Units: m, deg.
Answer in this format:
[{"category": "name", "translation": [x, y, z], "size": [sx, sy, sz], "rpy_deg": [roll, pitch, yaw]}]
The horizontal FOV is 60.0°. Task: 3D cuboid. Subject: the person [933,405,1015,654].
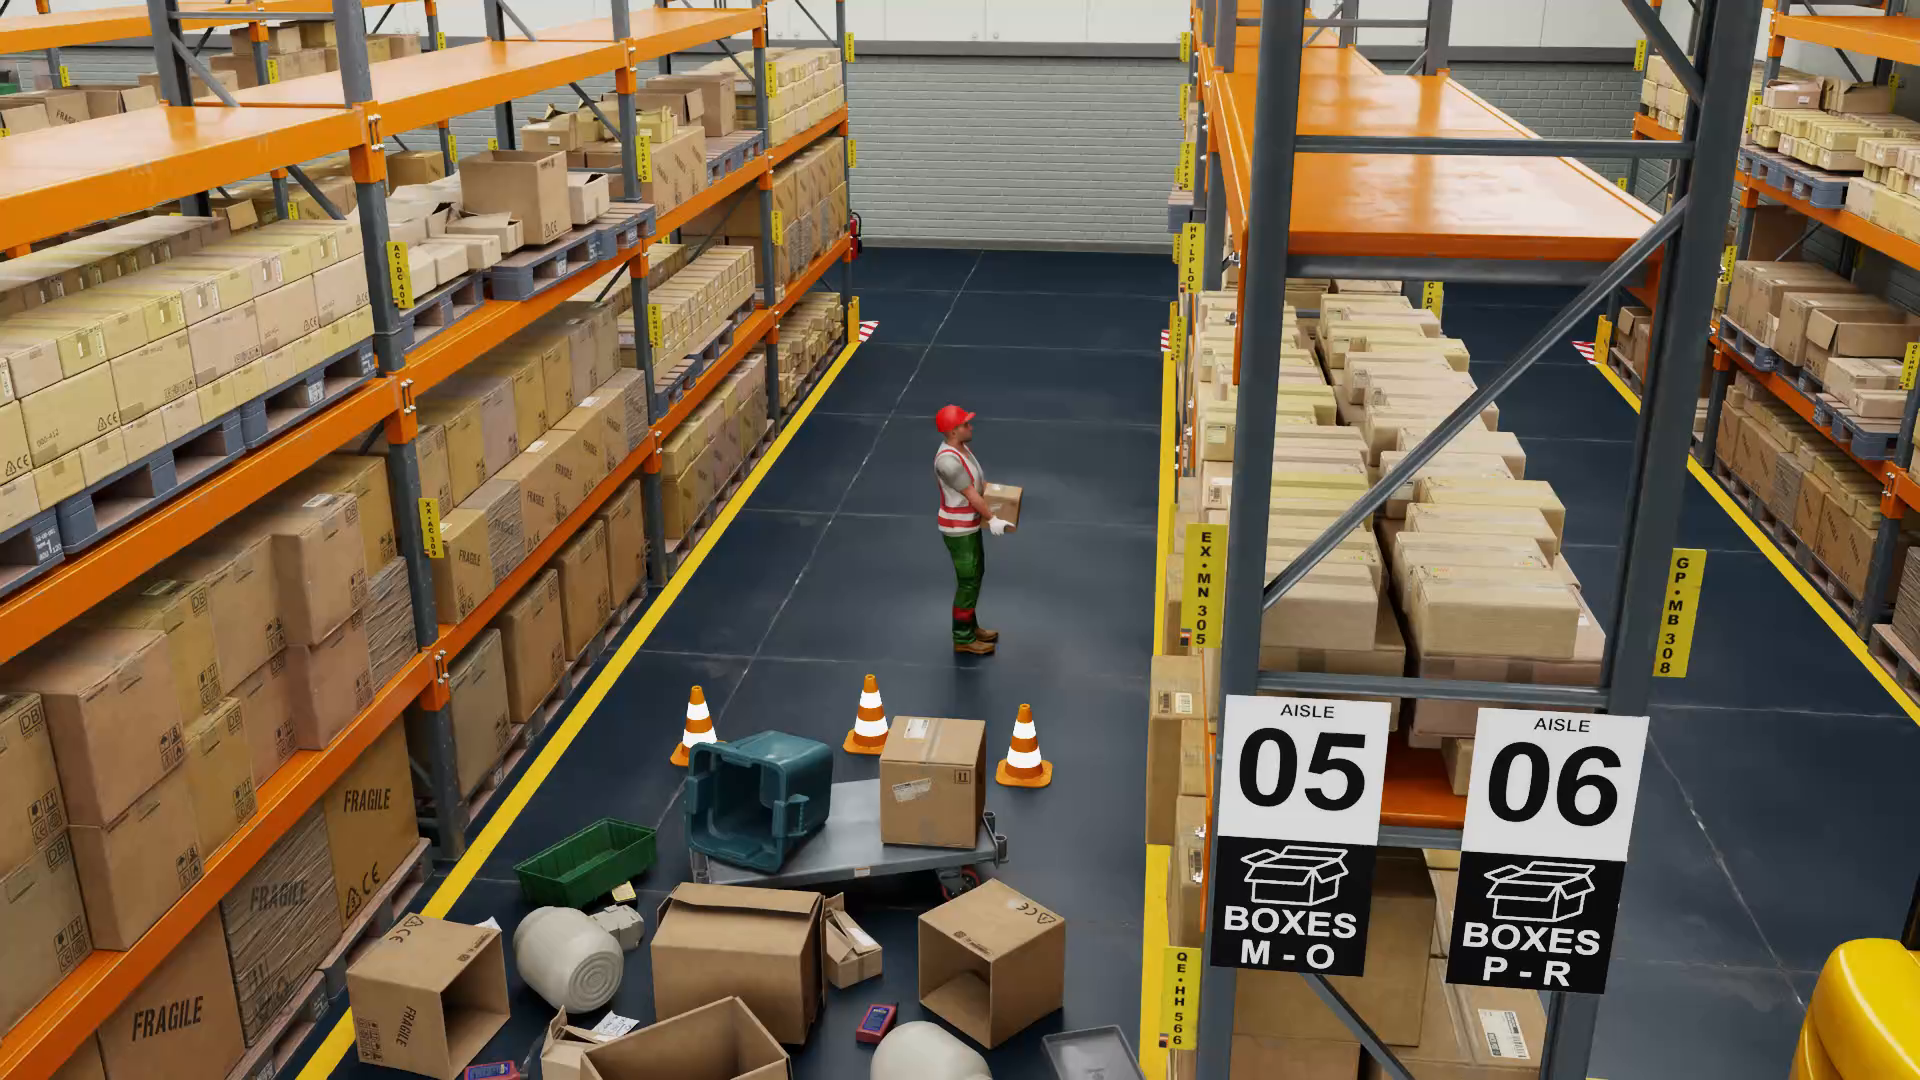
[{"category": "person", "translation": [0.115, -0.080, 11.700], "size": [0.573, 1.782, 0.494], "rpy_deg": [3, 21, 7]}]
